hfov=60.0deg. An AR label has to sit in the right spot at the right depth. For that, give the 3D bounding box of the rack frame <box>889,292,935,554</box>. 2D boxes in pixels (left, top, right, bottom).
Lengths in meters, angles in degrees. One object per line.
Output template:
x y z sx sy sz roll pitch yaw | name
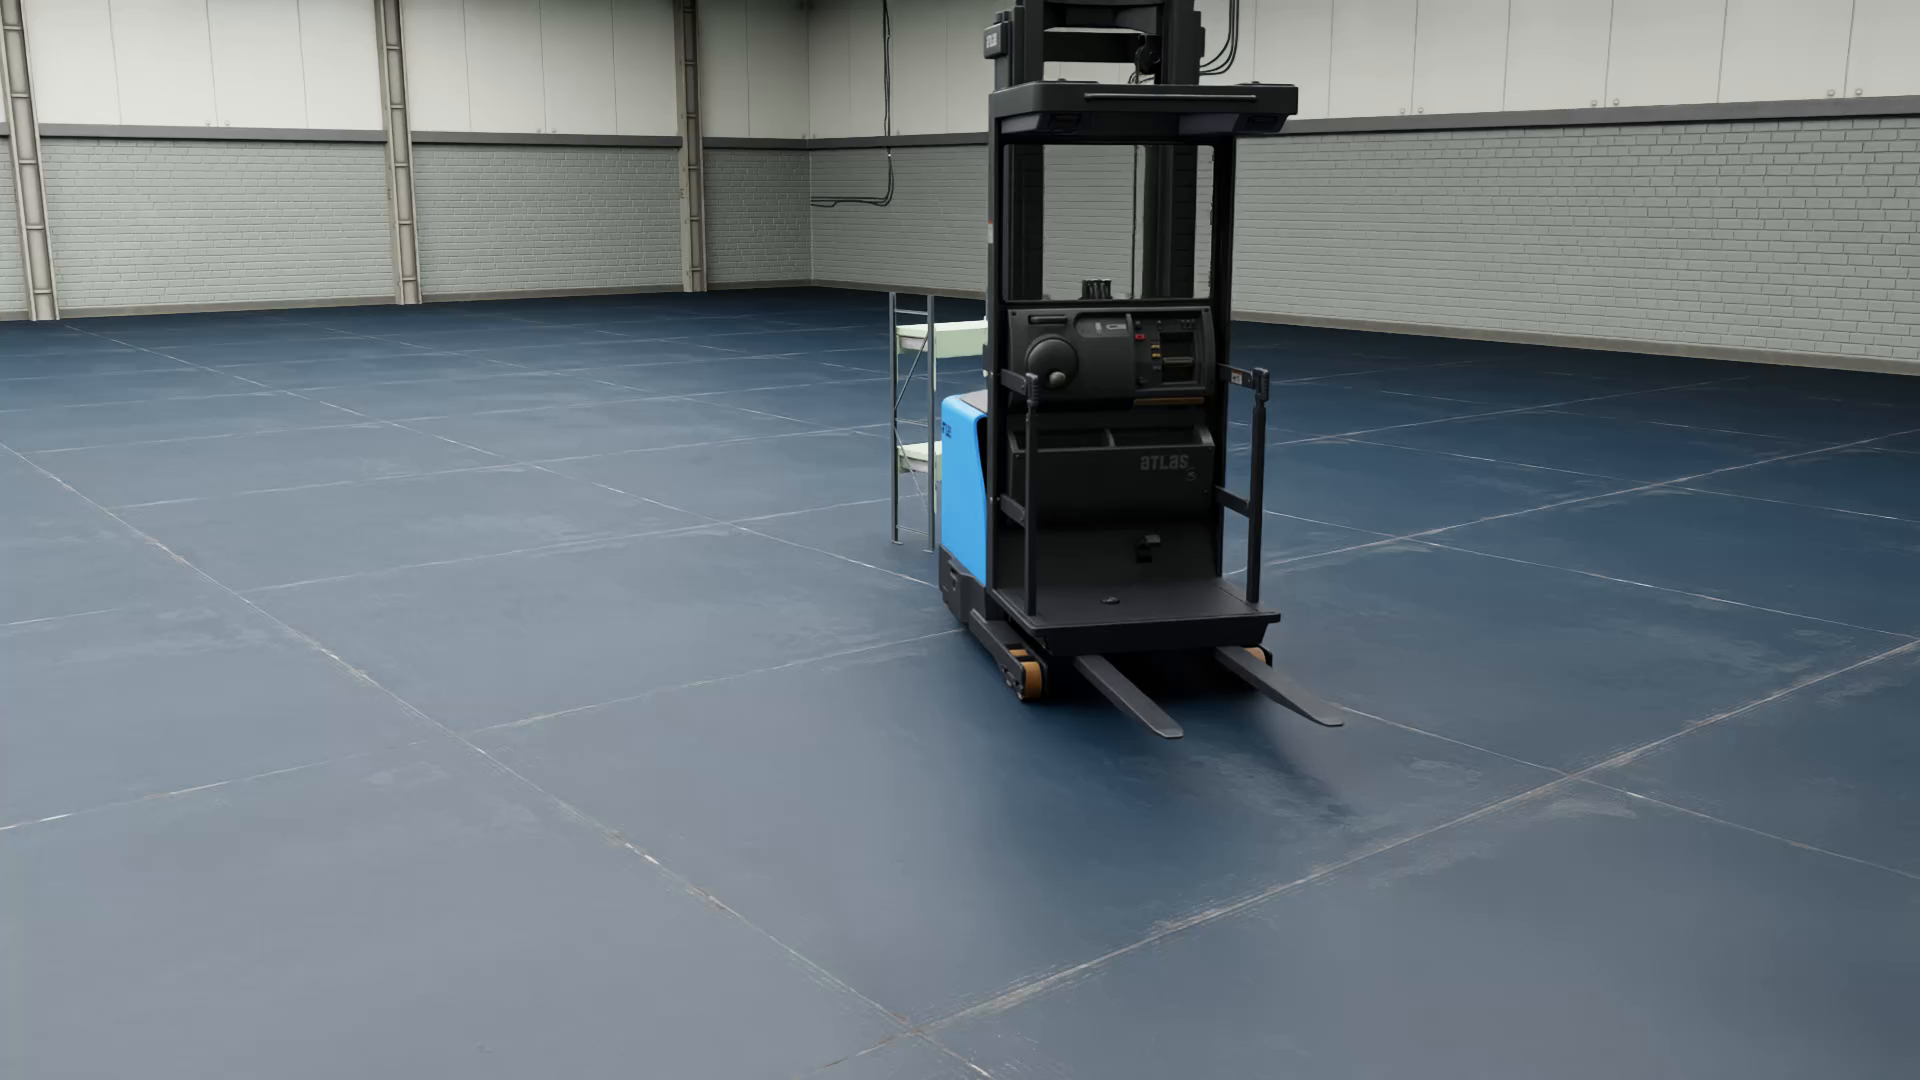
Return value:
-0.281 -0.687 9.753 0.023 1.500 0.400 -9 15 -38 | rack frame

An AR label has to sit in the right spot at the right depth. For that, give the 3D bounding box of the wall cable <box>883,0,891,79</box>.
-0.645 -10.209 31.857 0.112 2.526 3.097 -9 15 -38 | wall cable

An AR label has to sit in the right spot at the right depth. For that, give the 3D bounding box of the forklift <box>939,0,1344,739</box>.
0.715 -0.847 7.061 1.130 2.935 3.031 -3 12 -12 | forklift

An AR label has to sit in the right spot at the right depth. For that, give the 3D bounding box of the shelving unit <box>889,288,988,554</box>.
0.005 -0.735 9.977 0.755 1.500 0.431 -9 15 -38 | shelving unit

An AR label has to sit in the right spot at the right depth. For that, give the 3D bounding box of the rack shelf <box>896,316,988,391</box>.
0.005 -1.116 9.896 0.720 0.370 0.431 -9 15 -38 | rack shelf

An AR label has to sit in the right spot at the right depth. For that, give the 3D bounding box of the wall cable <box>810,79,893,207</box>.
-2.335 -8.177 34.448 0.112 2.526 3.097 -9 15 -38 | wall cable

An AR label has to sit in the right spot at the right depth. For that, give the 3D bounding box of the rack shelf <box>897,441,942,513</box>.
0.005 -0.416 10.045 0.720 0.370 0.431 -9 15 -38 | rack shelf

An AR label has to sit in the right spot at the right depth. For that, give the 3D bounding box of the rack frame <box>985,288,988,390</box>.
0.291 -0.782 10.201 0.023 1.500 0.400 -9 15 -38 | rack frame

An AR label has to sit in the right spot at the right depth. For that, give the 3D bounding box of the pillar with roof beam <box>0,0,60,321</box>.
-12.142 -7.273 22.714 0.400 9.000 9.100 -9 15 -38 | pillar with roof beam

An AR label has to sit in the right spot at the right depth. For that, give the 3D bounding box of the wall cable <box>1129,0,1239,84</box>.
3.584 -9.817 26.511 0.169 6.003 2.305 -9 15 -38 | wall cable

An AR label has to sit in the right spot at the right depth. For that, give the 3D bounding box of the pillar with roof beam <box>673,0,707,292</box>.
-2.772 -8.830 30.047 0.400 9.000 9.100 -9 15 -38 | pillar with roof beam

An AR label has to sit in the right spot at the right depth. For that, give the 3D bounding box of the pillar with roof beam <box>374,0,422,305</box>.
-7.457 -8.051 26.380 0.400 9.000 9.100 -9 15 -38 | pillar with roof beam
